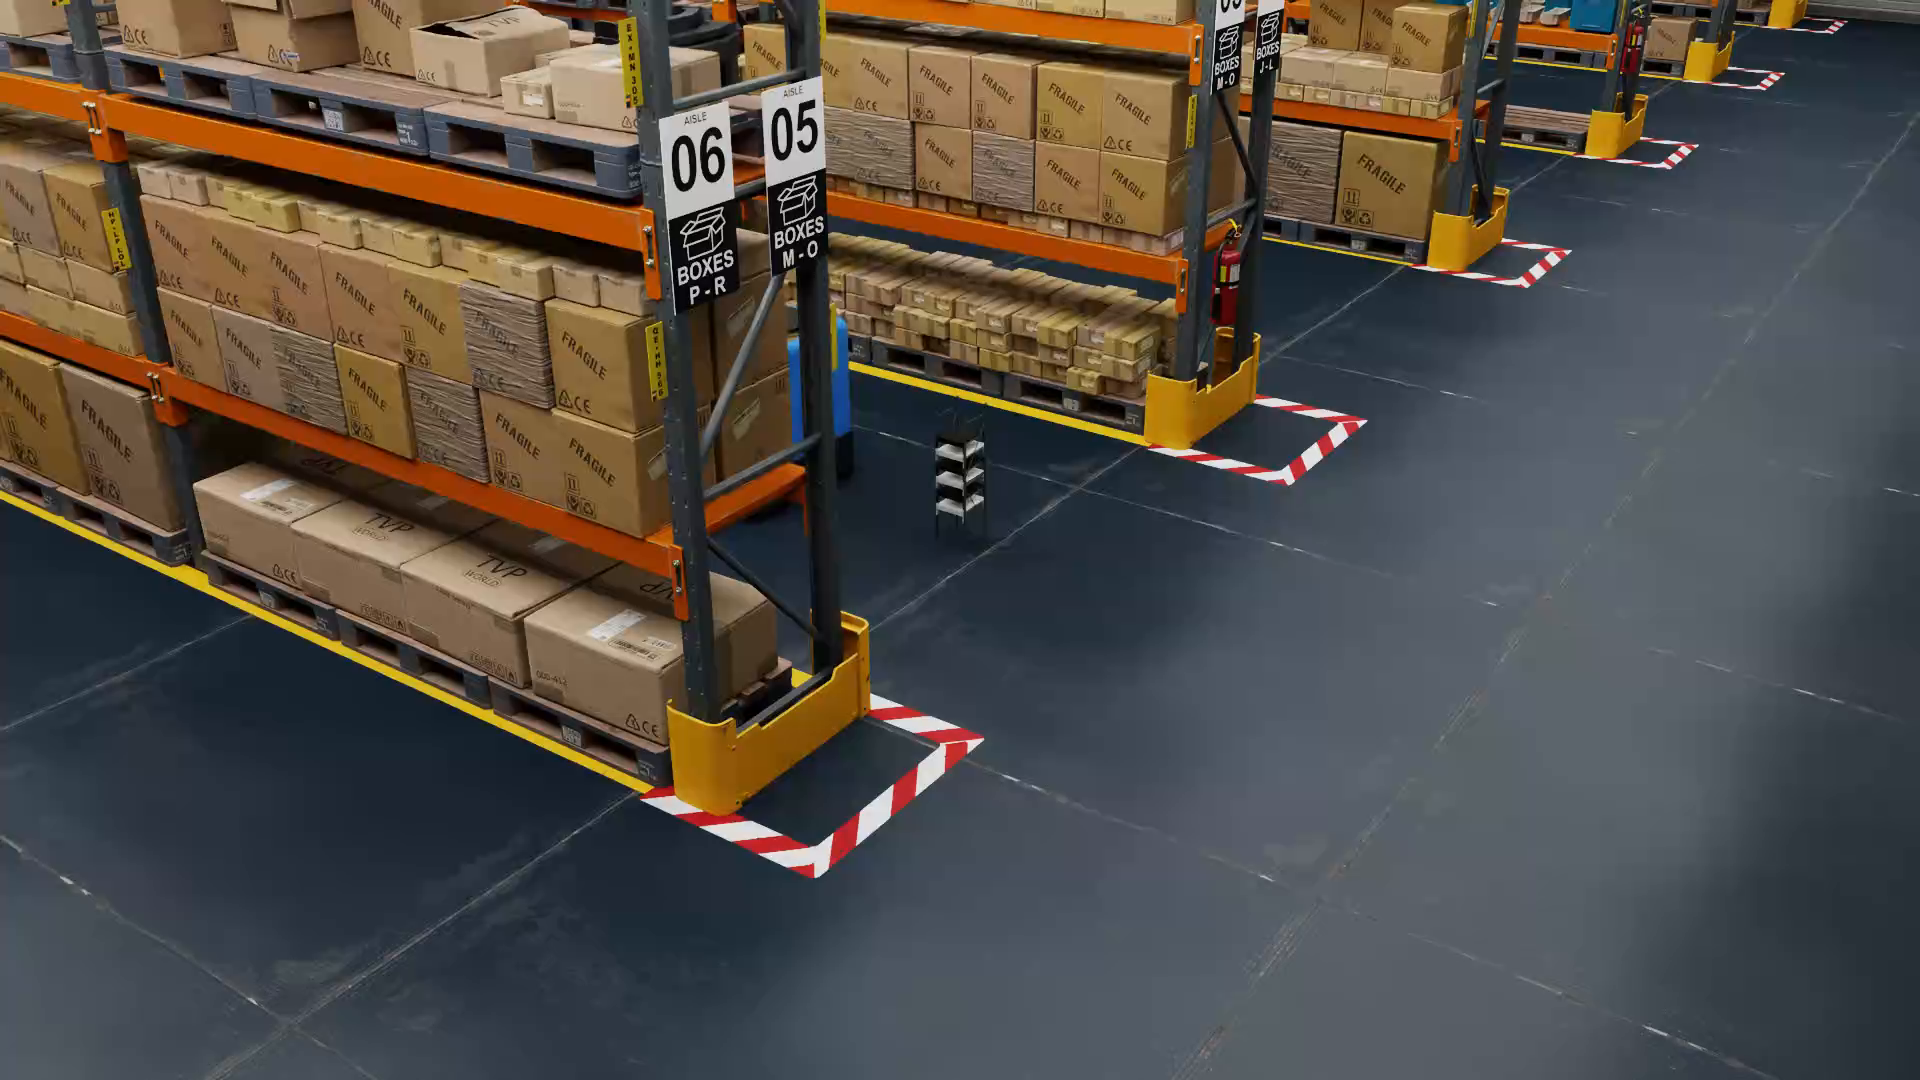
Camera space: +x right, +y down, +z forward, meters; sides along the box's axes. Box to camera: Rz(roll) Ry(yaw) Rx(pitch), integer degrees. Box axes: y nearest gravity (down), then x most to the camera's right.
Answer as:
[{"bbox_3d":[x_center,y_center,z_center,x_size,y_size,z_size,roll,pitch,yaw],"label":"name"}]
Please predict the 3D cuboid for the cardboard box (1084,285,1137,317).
[{"bbox_3d":[1.124,-1.768,12.440,0.250,0.149,0.380,17,32,30],"label":"cardboard box"}]

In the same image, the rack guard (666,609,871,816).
[{"bbox_3d":[-0.905,0.811,8.106,0.348,0.500,1.175,17,32,30],"label":"rack guard"}]

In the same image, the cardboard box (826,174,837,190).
[{"bbox_3d":[-0.950,-2.819,12.758,0.250,0.149,0.380,16,31,28],"label":"cardboard box"}]

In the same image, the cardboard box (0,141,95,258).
[{"bbox_3d":[-5.163,-1.978,9.616,0.500,0.500,0.500,18,32,31],"label":"cardboard box"}]

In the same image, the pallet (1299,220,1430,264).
[{"bbox_3d":[3.983,-2.948,15.809,1.213,0.211,1.003,17,32,30],"label":"pallet"}]

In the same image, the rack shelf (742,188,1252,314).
[{"bbox_3d":[0.146,-2.379,12.410,4.000,0.370,1.077,17,32,30],"label":"rack shelf"}]

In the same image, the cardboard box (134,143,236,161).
[{"bbox_3d":[-4.422,-2.047,9.753,0.500,0.500,0.500,18,32,31],"label":"cardboard box"}]

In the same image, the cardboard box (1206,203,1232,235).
[{"bbox_3d":[1.713,-2.280,11.699,0.250,0.149,0.380,17,32,30],"label":"cardboard box"}]

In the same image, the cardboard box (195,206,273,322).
[{"bbox_3d":[-3.554,-1.482,8.642,0.500,0.500,0.500,17,31,30],"label":"cardboard box"}]

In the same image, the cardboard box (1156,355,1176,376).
[{"bbox_3d":[1.544,-1.357,12.289,0.250,0.149,0.380,18,32,31],"label":"cardboard box"}]

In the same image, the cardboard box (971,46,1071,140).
[{"bbox_3d":[0.425,-3.093,11.481,0.500,0.500,0.500,19,33,33],"label":"cardboard box"}]

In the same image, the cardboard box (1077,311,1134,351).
[{"bbox_3d":[1.040,-1.495,11.904,0.250,0.149,0.380,18,32,31],"label":"cardboard box"}]

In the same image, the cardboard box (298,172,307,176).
[{"bbox_3d":[-3.432,-1.980,8.905,0.250,0.149,0.380,17,32,30],"label":"cardboard box"}]

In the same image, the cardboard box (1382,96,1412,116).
[{"bbox_3d":[3.991,-3.937,14.956,0.250,0.149,0.380,18,32,31],"label":"cardboard box"}]

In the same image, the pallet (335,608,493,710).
[{"bbox_3d":[-2.630,0.444,9.145,1.213,0.211,1.003,17,32,30],"label":"pallet"}]

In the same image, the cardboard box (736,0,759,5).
[{"bbox_3d":[-2.376,-6.424,18.993,0.500,0.500,0.500,13,30,24],"label":"cardboard box"}]

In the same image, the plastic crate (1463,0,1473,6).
[{"bbox_3d":[6.140,-6.420,19.676,0.300,0.233,0.416,17,32,30],"label":"plastic crate"}]

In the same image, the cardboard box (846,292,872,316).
[{"bbox_3d":[-0.684,-1.899,13.026,0.250,0.149,0.380,16,31,28],"label":"cardboard box"}]

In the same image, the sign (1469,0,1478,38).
[{"bbox_3d":[4.367,-4.437,14.123,0.005,0.325,0.100,17,32,30],"label":"sign"}]

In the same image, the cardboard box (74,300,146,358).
[{"bbox_3d":[-4.734,-1.291,9.644,0.500,0.250,0.500,16,31,29],"label":"cardboard box"}]

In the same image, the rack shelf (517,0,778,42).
[{"bbox_3d":[-3.557,-6.262,20.040,4.000,0.370,1.077,17,32,30],"label":"rack shelf"}]

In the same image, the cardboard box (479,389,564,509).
[{"bbox_3d":[-1.877,-0.513,7.841,0.500,0.500,0.500,17,31,29],"label":"cardboard box"}]

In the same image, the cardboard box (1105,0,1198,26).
[{"bbox_3d":[1.270,-3.474,10.627,0.500,0.250,0.500,17,31,29],"label":"cardboard box"}]

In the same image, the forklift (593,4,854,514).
[{"bbox_3d":[-2.218,-1.961,10.873,3.031,2.935,1.130,17,31,29],"label":"forklift"}]

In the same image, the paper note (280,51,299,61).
[{"bbox_3d":[-2.986,-2.157,7.407,0.123,0.032,0.006,17,32,30],"label":"paper note"}]

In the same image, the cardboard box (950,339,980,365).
[{"bbox_3d":[0.134,-1.466,12.504,0.250,0.149,0.380,18,32,31],"label":"cardboard box"}]

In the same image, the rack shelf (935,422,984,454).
[{"bbox_3d":[0.007,-0.610,9.934,0.200,0.077,0.258,17,32,30],"label":"rack shelf"}]

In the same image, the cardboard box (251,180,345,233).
[{"bbox_3d":[-3.281,-1.662,8.281,0.250,0.149,0.380,16,31,29],"label":"cardboard box"}]

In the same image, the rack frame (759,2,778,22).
[{"bbox_3d":[-1.908,-6.069,18.868,0.127,3.000,1.000,17,32,30],"label":"rack frame"}]

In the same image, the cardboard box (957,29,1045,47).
[{"bbox_3d":[0.317,-3.422,12.126,0.500,0.500,0.500,16,31,29],"label":"cardboard box"}]

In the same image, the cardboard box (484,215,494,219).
[{"bbox_3d":[-2.122,-1.622,8.202,0.250,0.149,0.380,18,32,31],"label":"cardboard box"}]

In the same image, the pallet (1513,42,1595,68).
[{"bbox_3d":[8.576,-7.011,23.795,1.213,0.211,1.003,17,32,30],"label":"pallet"}]

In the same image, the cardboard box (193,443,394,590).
[{"bbox_3d":[-3.765,-0.180,9.659,0.875,0.438,0.875,17,31,30],"label":"cardboard box"}]

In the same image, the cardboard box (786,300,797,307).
[{"bbox_3d":[-1.165,-1.848,13.254,0.250,0.149,0.380,18,32,32],"label":"cardboard box"}]

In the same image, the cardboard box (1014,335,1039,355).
[{"bbox_3d":[0.605,-1.504,12.251,0.250,0.149,0.380,17,31,30],"label":"cardboard box"}]

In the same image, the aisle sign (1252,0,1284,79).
[{"bbox_3d":[2.024,-3.438,10.832,0.004,0.787,0.394,17,32,30],"label":"aisle sign"}]

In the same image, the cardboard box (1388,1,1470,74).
[{"bbox_3d":[4.136,-4.441,14.680,0.500,0.500,0.500,18,32,31],"label":"cardboard box"}]

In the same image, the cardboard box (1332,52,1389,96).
[{"bbox_3d":[3.719,-4.236,15.103,0.500,0.250,0.500,17,31,29],"label":"cardboard box"}]

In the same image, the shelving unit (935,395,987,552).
[{"bbox_3d":[0.007,-0.399,10.042,0.210,0.900,0.258,17,32,30],"label":"shelving unit"}]

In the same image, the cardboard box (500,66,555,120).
[{"bbox_3d":[-1.738,-1.926,7.123,0.250,0.149,0.380,15,30,26],"label":"cardboard box"}]

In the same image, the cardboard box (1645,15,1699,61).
[{"bbox_3d":[9.710,-6.847,22.667,0.500,0.500,0.500,17,32,30],"label":"cardboard box"}]

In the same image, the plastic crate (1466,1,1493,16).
[{"bbox_3d":[5.987,-6.128,19.209,0.250,0.136,0.298,17,32,30],"label":"plastic crate"}]

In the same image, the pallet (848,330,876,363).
[{"bbox_3d":[-0.929,-1.811,13.576,1.213,0.211,1.003,17,32,30],"label":"pallet"}]

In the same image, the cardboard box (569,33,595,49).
[{"bbox_3d":[-3.297,-4.362,14.673,0.250,0.149,0.380,17,32,30],"label":"cardboard box"}]

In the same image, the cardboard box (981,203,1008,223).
[{"bbox_3d":[0.354,-2.416,11.967,0.250,0.149,0.380,16,31,28],"label":"cardboard box"}]

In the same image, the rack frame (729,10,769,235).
[{"bbox_3d":[-1.503,-3.213,13.256,0.127,3.000,1.000,17,32,30],"label":"rack frame"}]

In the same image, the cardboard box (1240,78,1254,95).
[{"bbox_3d":[2.730,-4.330,15.727,0.250,0.149,0.380,16,31,29],"label":"cardboard box"}]

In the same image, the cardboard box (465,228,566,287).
[{"bbox_3d":[-2.002,-1.277,7.524,0.250,0.149,0.380,18,32,31],"label":"cardboard box"}]

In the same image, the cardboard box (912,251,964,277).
[{"bbox_3d":[-0.174,-2.158,13.207,0.250,0.149,0.380,16,31,28],"label":"cardboard box"}]

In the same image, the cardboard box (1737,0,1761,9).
[{"bbox_3d":[12.466,-8.785,26.499,0.500,0.500,0.700,17,32,30],"label":"cardboard box"}]

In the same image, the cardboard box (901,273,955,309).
[{"bbox_3d":[-0.243,-1.896,12.693,0.250,0.149,0.380,16,31,28],"label":"cardboard box"}]

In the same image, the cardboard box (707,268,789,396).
[{"bbox_3d":[-1.159,-1.029,7.753,0.500,0.500,0.500,17,31,29],"label":"cardboard box"}]

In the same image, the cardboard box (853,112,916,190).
[{"bbox_3d":[-0.430,-2.902,12.206,0.500,0.500,0.500,17,31,29],"label":"cardboard box"}]
